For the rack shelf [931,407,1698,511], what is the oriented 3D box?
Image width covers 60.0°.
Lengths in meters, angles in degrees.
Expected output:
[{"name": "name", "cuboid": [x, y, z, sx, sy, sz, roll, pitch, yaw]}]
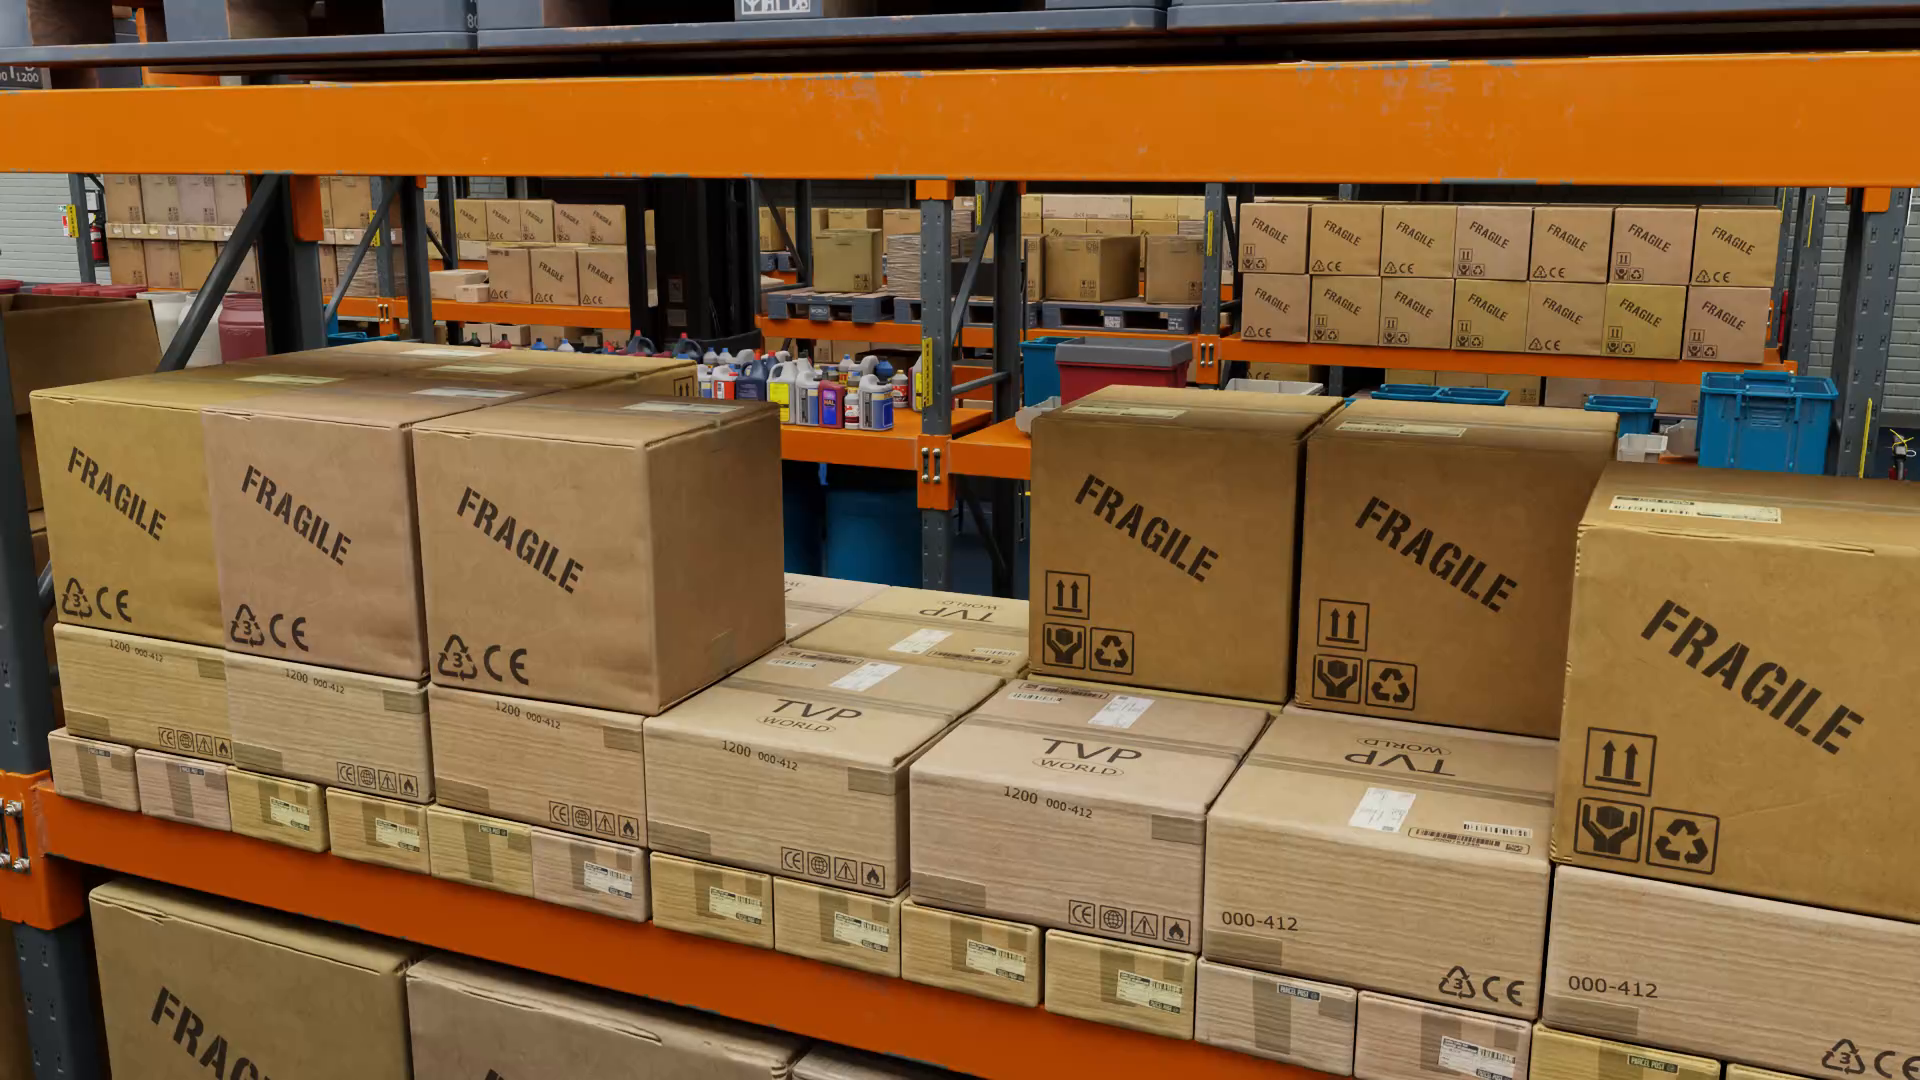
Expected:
[{"name": "rack shelf", "cuboid": [1.896, -0.254, 7.847, 4.000, 0.370, 1.077, 6, 14, 23]}]

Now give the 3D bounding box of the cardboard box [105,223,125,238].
[{"name": "cardboard box", "cuboid": [-8.623, -3.217, 17.261, 0.250, 0.149, 0.380, 6, 14, 23]}]

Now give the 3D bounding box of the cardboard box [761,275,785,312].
[{"name": "cardboard box", "cuboid": [-1.895, -2.193, 14.731, 0.500, 0.311, 0.500, 7, 15, 27]}]

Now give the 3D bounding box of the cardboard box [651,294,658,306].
[{"name": "cardboard box", "cuboid": [-2.514, -2.097, 14.676, 0.250, 0.149, 0.380, 6, 14, 23]}]

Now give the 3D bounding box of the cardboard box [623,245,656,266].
[{"name": "cardboard box", "cuboid": [-3.790, -3.516, 20.458, 0.500, 0.250, 0.500, 6, 14, 23]}]

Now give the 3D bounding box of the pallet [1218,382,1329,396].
[{"name": "pallet", "cuboid": [3.345, -1.557, 17.927, 1.213, 0.211, 1.003, 6, 14, 23]}]

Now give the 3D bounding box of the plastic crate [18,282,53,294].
[{"name": "plastic crate", "cuboid": [-6.680, -1.580, 11.782, 0.583, 0.464, 0.402, 6, 14, 23]}]

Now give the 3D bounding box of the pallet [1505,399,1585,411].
[{"name": "pallet", "cuboid": [5.864, -1.302, 16.841, 1.213, 0.211, 1.003, 6, 14, 23]}]

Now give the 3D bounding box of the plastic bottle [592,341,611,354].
[{"name": "plastic bottle", "cuboid": [-1.974, -0.928, 9.253, 0.185, 0.351, 0.144, 6, 14, 23]}]

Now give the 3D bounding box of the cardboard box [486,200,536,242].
[{"name": "cardboard box", "cuboid": [-5.659, -4.067, 21.164, 0.500, 0.500, 0.500, 5, 14, 21]}]

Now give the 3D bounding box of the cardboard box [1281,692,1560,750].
[{"name": "cardboard box", "cuboid": [0.911, 0.396, 3.179, 0.500, 0.250, 0.500, 6, 14, 23]}]

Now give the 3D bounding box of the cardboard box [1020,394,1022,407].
[{"name": "cardboard box", "cuboid": [0.603, -0.901, 13.536, 0.500, 0.500, 0.500, 6, 14, 24]}]

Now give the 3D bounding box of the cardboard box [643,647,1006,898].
[{"name": "cardboard box", "cuboid": [-0.239, 0.412, 3.108, 0.500, 0.250, 0.500, 6, 14, 23]}]

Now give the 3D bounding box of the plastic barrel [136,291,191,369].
[{"name": "plastic barrel", "cuboid": [-5.002, -1.304, 10.499, 0.421, 0.512, 0.421, 0, 13, 0]}]

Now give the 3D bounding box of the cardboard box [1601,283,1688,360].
[{"name": "cardboard box", "cuboid": [4.739, -1.534, 11.508, 0.500, 0.500, 0.500, 6, 14, 24]}]

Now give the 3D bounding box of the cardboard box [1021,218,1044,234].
[{"name": "cardboard box", "cuboid": [0.764, -3.334, 18.482, 0.500, 0.500, 0.500, 6, 15, 25]}]

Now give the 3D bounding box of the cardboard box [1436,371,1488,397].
[{"name": "cardboard box", "cuboid": [5.181, -1.708, 17.022, 0.500, 0.500, 0.700, 6, 14, 23]}]

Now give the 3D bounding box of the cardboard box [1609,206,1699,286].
[{"name": "cardboard box", "cuboid": [4.754, -2.019, 11.387, 0.500, 0.500, 0.500, 6, 15, 25]}]

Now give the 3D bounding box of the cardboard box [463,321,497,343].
[{"name": "cardboard box", "cuboid": [-6.295, -2.791, 22.008, 0.500, 0.311, 0.500, 4, 14, 17]}]

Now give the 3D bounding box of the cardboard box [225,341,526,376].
[{"name": "cardboard box", "cuboid": [-1.410, -0.205, 4.099, 0.500, 0.500, 0.500, 6, 15, 25]}]

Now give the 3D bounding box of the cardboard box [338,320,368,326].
[{"name": "cardboard box", "cuboid": [-6.448, -1.996, 17.152, 0.500, 0.500, 0.500, 6, 14, 23]}]

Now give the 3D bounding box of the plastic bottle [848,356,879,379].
[{"name": "plastic bottle", "cuboid": [-0.536, -0.885, 9.233, 0.135, 0.276, 0.152, 6, 14, 23]}]

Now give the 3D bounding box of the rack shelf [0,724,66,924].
[{"name": "rack shelf", "cuboid": [-3.767, 0.410, 5.015, 4.000, 0.370, 1.077, 6, 14, 23]}]

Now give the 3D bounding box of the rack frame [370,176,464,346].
[{"name": "rack frame", "cuboid": [-5.237, -2.564, 16.115, 0.127, 3.000, 1.000, 6, 14, 23]}]

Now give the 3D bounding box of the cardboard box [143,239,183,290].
[{"name": "cardboard box", "cuboid": [-7.990, -2.889, 17.283, 0.500, 0.500, 0.700, 6, 15, 25]}]

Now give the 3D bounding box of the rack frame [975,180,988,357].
[{"name": "rack frame", "cuboid": [0.423, -3.229, 18.949, 0.127, 3.000, 1.000, 6, 14, 23]}]

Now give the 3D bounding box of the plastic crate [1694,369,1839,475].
[{"name": "plastic crate", "cuboid": [3.343, -0.458, 6.931, 0.499, 0.435, 0.616, 6, 14, 23]}]

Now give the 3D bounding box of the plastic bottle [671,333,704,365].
[{"name": "plastic bottle", "cuboid": [-1.582, -1.029, 9.680, 0.185, 0.351, 0.144, 6, 14, 23]}]

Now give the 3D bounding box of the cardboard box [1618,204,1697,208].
[{"name": "cardboard box", "cuboid": [4.955, -2.132, 11.867, 0.500, 0.500, 0.500, 6, 14, 24]}]

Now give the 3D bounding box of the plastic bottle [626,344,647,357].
[{"name": "plastic bottle", "cuboid": [-1.891, -1.002, 9.712, 0.133, 0.283, 0.061, 6, 14, 23]}]

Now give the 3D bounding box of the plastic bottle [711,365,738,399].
[{"name": "plastic bottle", "cuboid": [-1.219, -0.779, 8.778, 0.135, 0.276, 0.152, 6, 14, 23]}]

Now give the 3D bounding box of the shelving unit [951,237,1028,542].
[{"name": "shelving unit", "cuboid": [0.151, -1.007, 11.450, 0.503, 2.100, 0.431, 6, 14, 23]}]

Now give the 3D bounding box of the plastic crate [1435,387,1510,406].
[{"name": "plastic crate", "cuboid": [2.429, -0.581, 7.898, 0.300, 0.233, 0.416, 6, 14, 23]}]

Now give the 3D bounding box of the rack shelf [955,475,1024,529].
[{"name": "rack shelf", "cuboid": [0.151, -0.312, 11.613, 0.480, 0.518, 0.431, 6, 14, 23]}]

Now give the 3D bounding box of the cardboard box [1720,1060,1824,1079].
[{"name": "cardboard box", "cuboid": [1.260, 0.773, 2.443, 0.250, 0.149, 0.380, 6, 15, 24]}]

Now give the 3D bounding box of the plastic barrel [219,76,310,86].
[{"name": "plastic barrel", "cuboid": [-4.252, -2.985, 10.248, 0.600, 0.901, 0.600, 0, 13, 0]}]

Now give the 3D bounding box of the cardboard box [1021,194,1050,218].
[{"name": "cardboard box", "cuboid": [0.760, -3.699, 18.396, 0.500, 0.250, 0.500, 6, 15, 25]}]

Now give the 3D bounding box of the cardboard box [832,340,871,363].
[{"name": "cardboard box", "cuboid": [-1.146, -2.394, 19.899, 0.500, 0.500, 0.700, 6, 14, 23]}]

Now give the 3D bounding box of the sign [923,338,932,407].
[{"name": "sign", "cuboid": [-0.157, -0.810, 8.033, 0.005, 0.325, 0.100, 6, 14, 23]}]

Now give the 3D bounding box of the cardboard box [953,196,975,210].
[{"name": "cardboard box", "cuboid": [0.096, -3.833, 18.923, 0.250, 0.149, 0.380, 4, 14, 16]}]

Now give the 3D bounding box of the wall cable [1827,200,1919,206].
[{"name": "wall cable", "cuboid": [9.292, -3.062, 16.015, 1.851, 1.984, 0.084, 6, 14, 23]}]

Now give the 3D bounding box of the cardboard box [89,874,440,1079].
[{"name": "cardboard box", "cuboid": [-1.367, 1.153, 4.008, 0.875, 0.875, 0.875, 6, 14, 23]}]

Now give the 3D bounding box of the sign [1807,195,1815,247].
[{"name": "sign", "cuboid": [5.492, -2.057, 10.729, 0.005, 0.325, 0.100, 6, 14, 23]}]

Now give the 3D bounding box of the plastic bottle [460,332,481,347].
[{"name": "plastic bottle", "cuboid": [-3.047, -1.154, 10.364, 0.133, 0.283, 0.061, 6, 14, 23]}]

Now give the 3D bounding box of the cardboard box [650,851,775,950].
[{"name": "cardboard box", "cuboid": [-0.377, 0.608, 3.147, 0.250, 0.149, 0.380, 5, 14, 22]}]

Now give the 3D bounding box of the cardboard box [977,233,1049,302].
[{"name": "cardboard box", "cuboid": [0.437, -2.227, 13.543, 0.500, 0.500, 0.700, 2, 13, 9]}]

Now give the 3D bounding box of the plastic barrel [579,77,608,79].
[{"name": "plastic barrel", "cuboid": [-1.907, -2.758, 9.159, 0.433, 0.535, 0.433, 0, 13, 0]}]

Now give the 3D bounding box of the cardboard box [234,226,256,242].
[{"name": "cardboard box", "cuboid": [-6.977, -3.051, 16.551, 0.250, 0.149, 0.380, 6, 15, 25]}]

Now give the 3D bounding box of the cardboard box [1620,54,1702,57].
[{"name": "cardboard box", "cuboid": [4.704, -3.125, 11.173, 0.500, 0.250, 0.500, 6, 14, 23]}]

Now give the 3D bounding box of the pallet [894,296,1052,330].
[{"name": "pallet", "cuboid": [0.200, -1.921, 13.797, 1.213, 0.211, 1.003, 6, 14, 23]}]

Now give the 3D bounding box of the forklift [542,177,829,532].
[{"name": "forklift", "cuboid": [-2.310, -1.588, 12.105, 3.031, 2.935, 1.130, 4, 14, 18]}]
